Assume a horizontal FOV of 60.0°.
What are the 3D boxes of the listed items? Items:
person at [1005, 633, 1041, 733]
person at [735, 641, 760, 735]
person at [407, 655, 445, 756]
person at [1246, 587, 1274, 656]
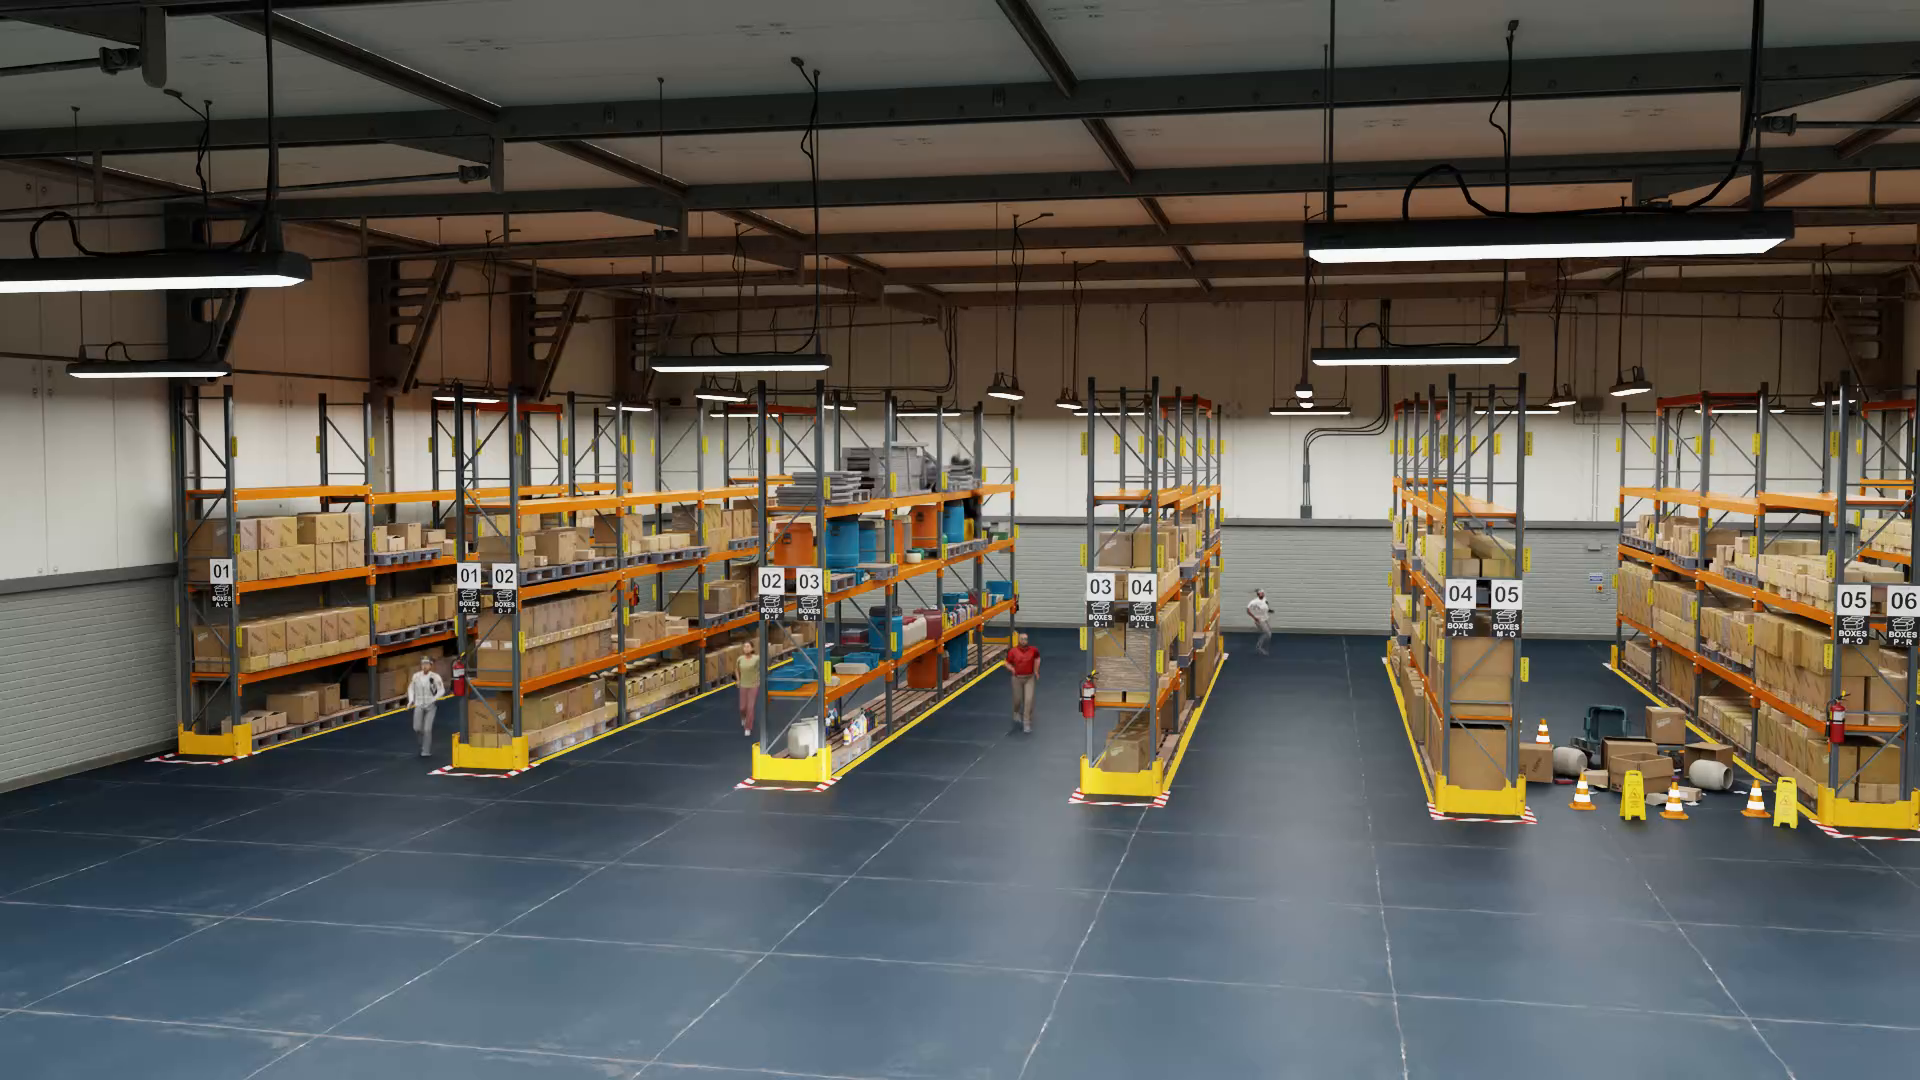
[{"bbox_3d":[1.119,2.494,29.505,0.647,1.719,0.943,0,3,-3],"label":"person"},{"bbox_3d":[-3.661,2.570,29.028,0.574,1.639,0.585,0,3,4],"label":"person"},{"bbox_3d":[-8.658,2.674,26.957,0.612,1.630,0.542,0,3,-6],"label":"person"},{"bbox_3d":[7.225,1.958,39.828,0.645,1.681,0.596,3,4,45],"label":"person"}]
